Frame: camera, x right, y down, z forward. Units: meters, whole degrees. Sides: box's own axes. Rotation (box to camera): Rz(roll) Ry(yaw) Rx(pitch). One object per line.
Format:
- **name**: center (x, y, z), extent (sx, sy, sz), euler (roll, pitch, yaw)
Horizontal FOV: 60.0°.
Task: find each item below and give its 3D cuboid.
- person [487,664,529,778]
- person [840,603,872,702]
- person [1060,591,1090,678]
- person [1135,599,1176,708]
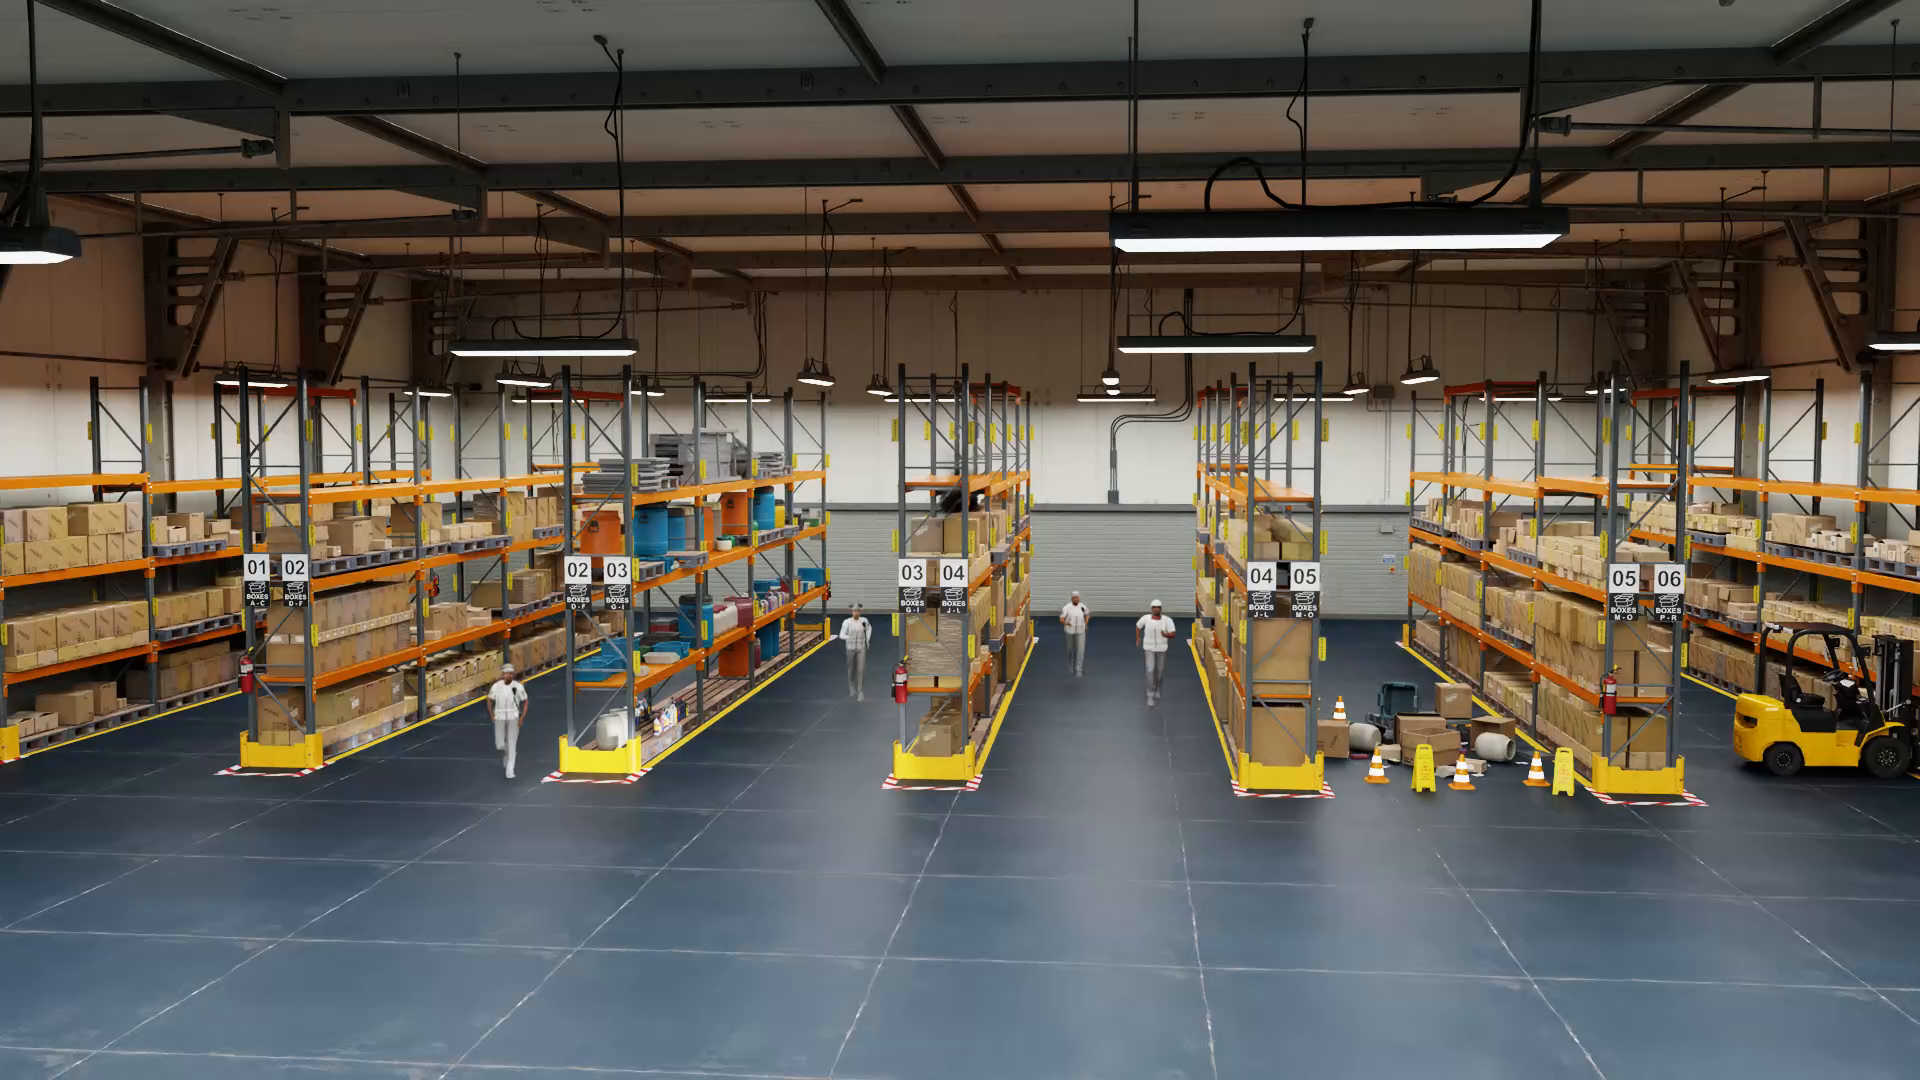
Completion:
- **person**: center (-6.613, 2.627, 24.299), extent (0.607, 1.667, 0.508), euler (0, 4, -7)
- **person**: center (-1.847, 1.958, 29.524), extent (0.574, 1.715, 0.834), euler (0, 4, -6)
- **person**: center (2.259, 1.841, 32.574), extent (0.608, 1.669, 0.852), euler (0, 4, -3)
- **person**: center (3.418, 1.959, 29.048), extent (0.677, 1.845, 0.768), euler (0, 4, 2)
